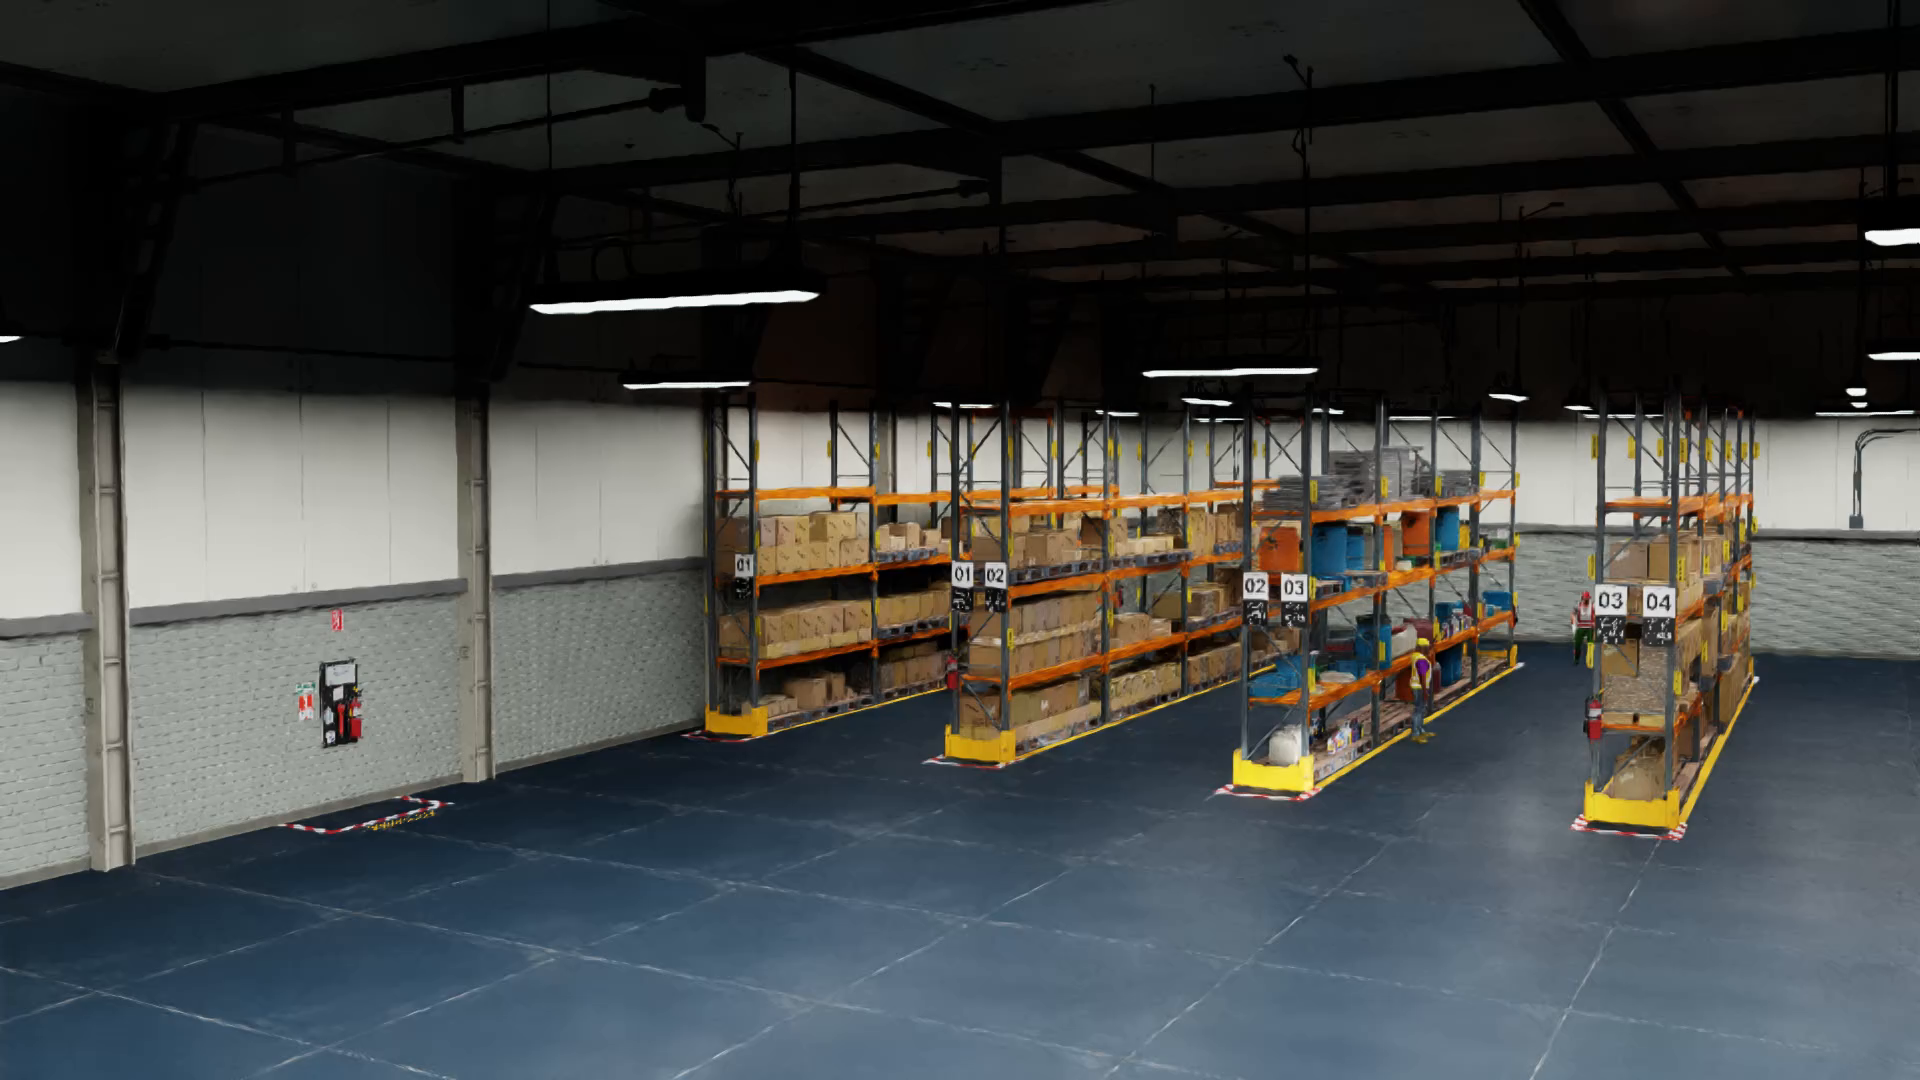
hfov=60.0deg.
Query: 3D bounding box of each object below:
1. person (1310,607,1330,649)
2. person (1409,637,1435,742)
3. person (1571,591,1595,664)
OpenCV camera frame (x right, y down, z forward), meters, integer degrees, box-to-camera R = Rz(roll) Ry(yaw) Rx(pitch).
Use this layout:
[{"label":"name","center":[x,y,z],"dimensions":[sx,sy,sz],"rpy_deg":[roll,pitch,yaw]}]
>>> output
[{"label":"person","center":[9.042,1.929,41.734],"dimensions":[0.540,1.640,0.576],"rpy_deg":[-1,3,-22]},{"label":"person","center":[7.977,2.549,28.592],"dimensions":[0.464,1.763,0.645],"rpy_deg":[0,3,6]},{"label":"person","center":[14.549,2.051,38.678],"dimensions":[0.677,1.742,0.552],"rpy_deg":[2,3,27]}]
